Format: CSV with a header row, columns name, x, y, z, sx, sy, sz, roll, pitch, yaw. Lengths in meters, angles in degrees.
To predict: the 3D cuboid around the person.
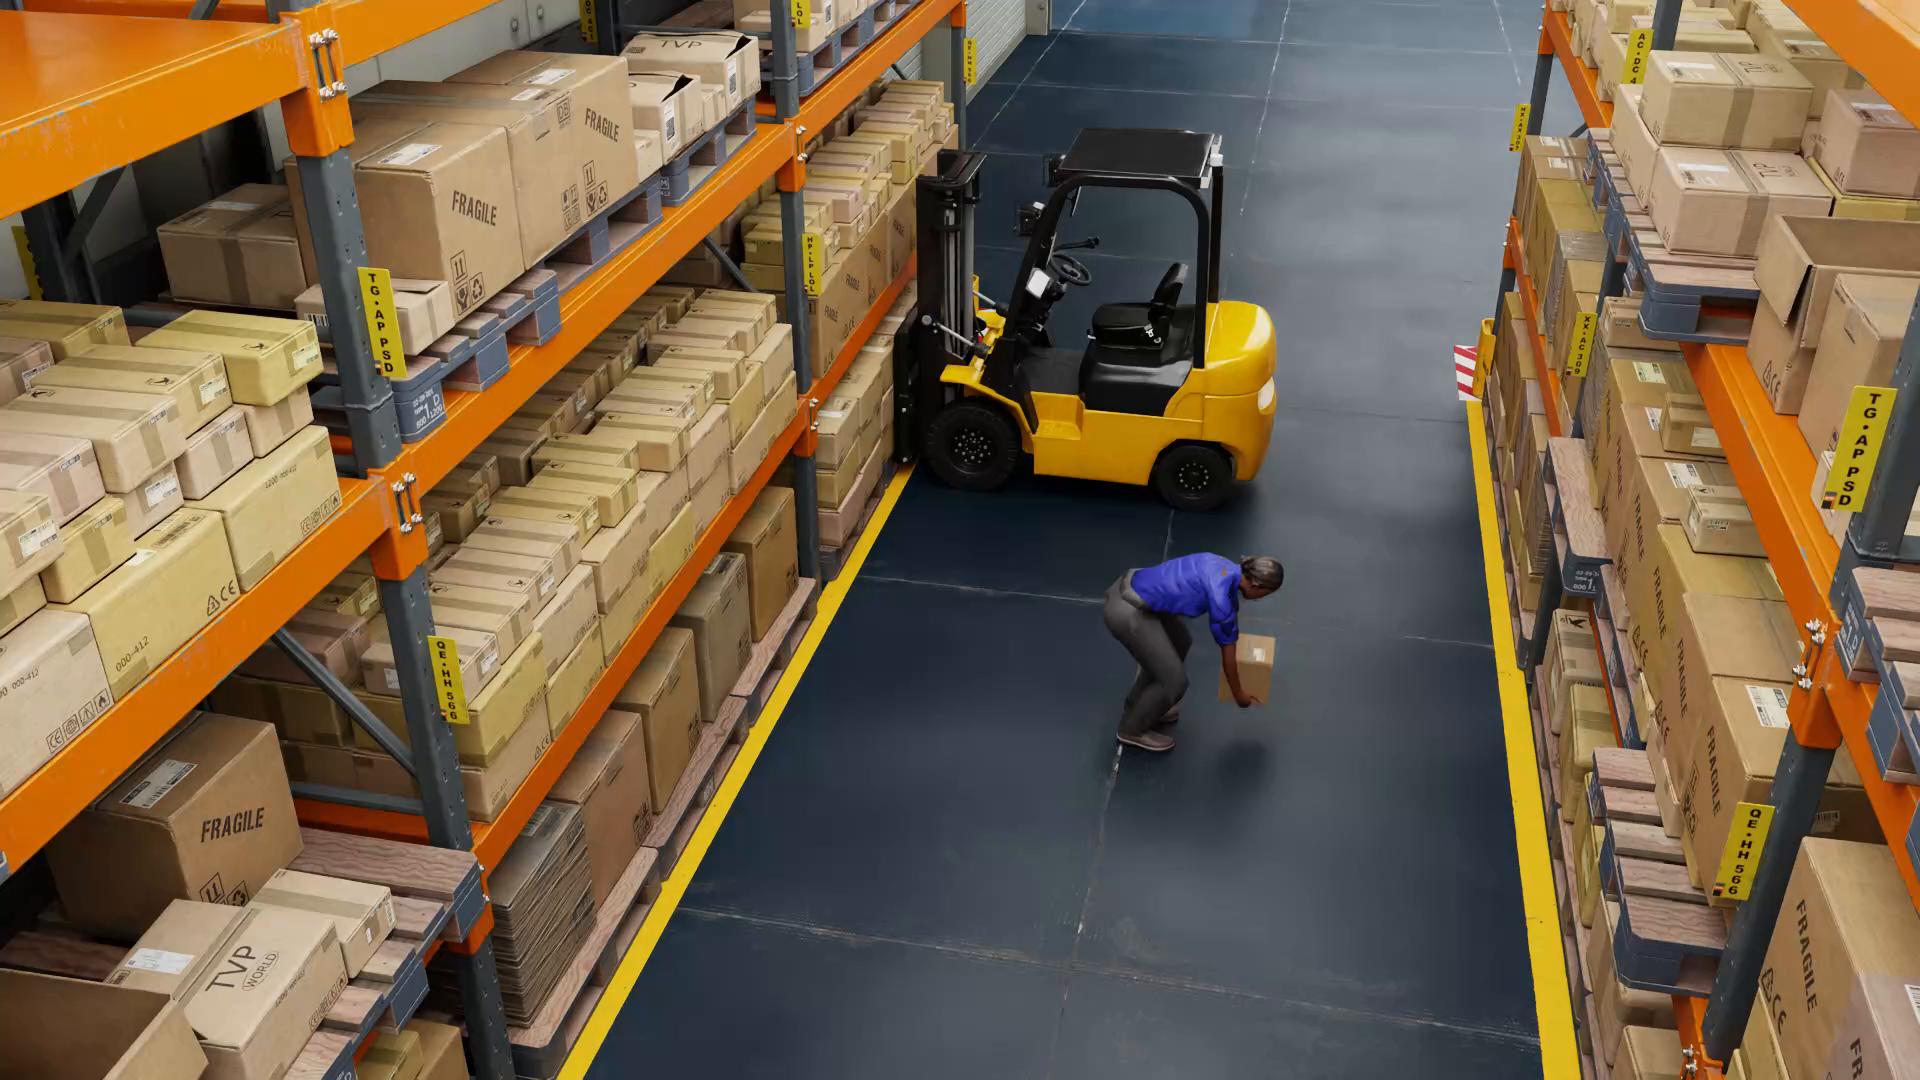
name,x,y,z,sx,sy,sz,roll,pitch,yaw
person,1.136,0.529,8.277,0.856,1.067,0.456,5,29,8
